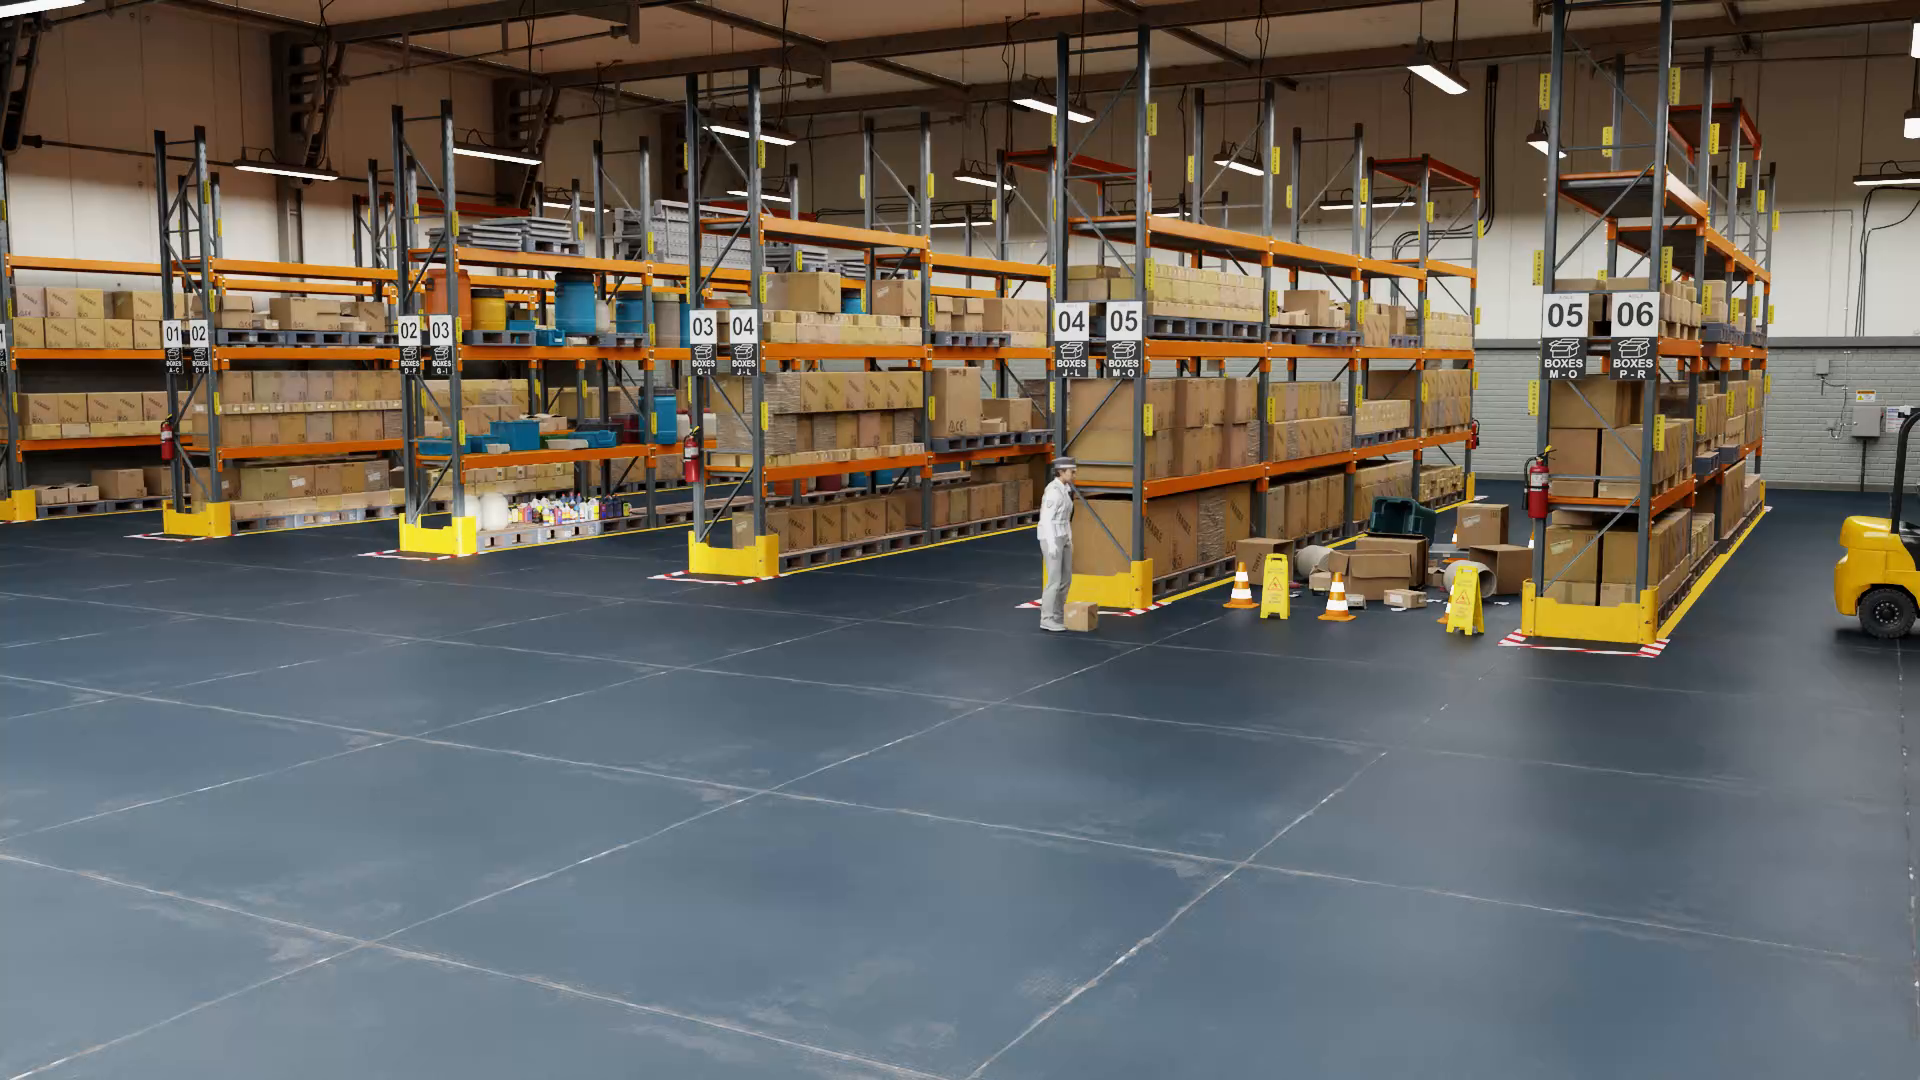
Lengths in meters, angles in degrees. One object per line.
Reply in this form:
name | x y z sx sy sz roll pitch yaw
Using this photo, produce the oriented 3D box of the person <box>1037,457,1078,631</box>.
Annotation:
person | 0.954 0.025 16.121 0.373 1.661 0.537 3 7 25
